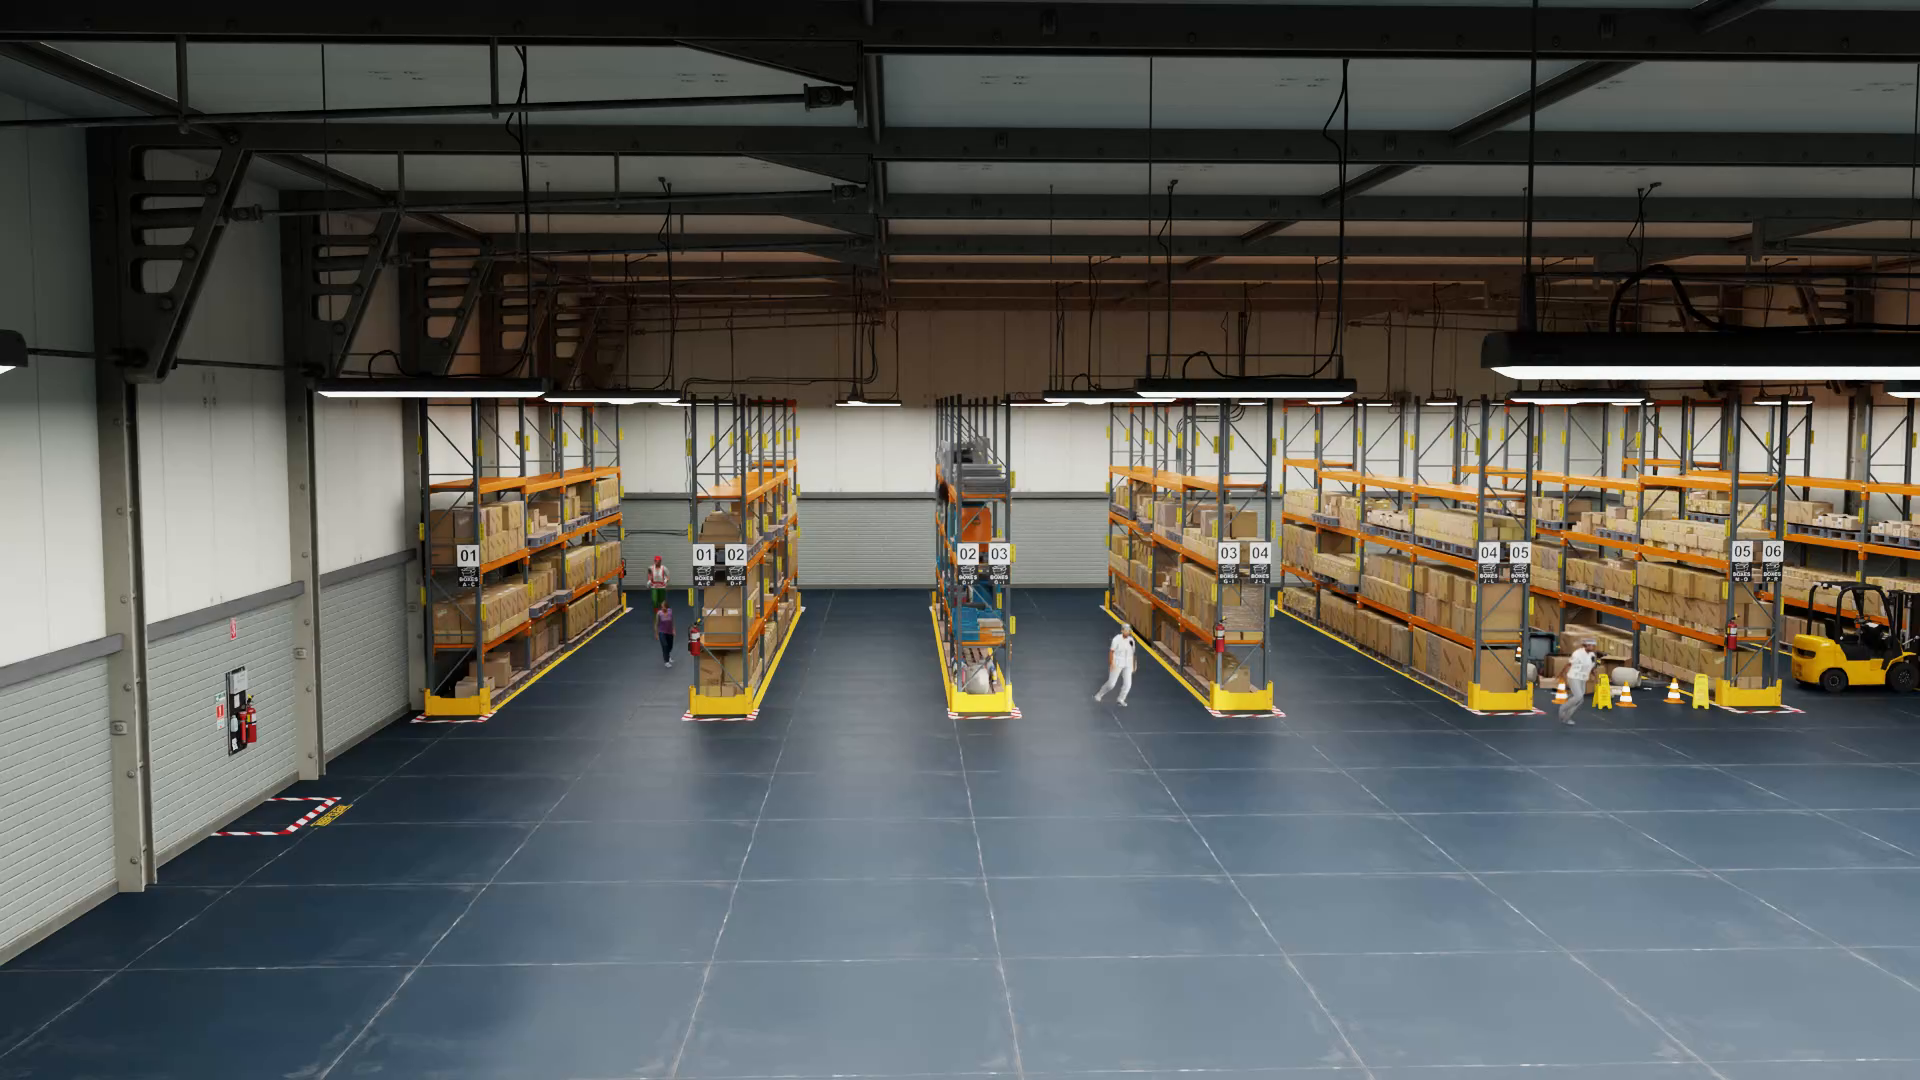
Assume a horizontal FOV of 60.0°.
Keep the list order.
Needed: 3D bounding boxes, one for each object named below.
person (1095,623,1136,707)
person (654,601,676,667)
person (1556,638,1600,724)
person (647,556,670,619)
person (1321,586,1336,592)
[{"bbox_3d":[3.013,2.393,32.012,0.757,1.599,0.581,-1,5,-15],"label":"person"},{"bbox_3d":[-6.595,2.064,37.122,0.528,1.475,0.796,-2,5,-26],"label":"person"},{"bbox_3d":[11.229,2.552,30.180,0.606,1.586,0.691,-2,5,-28],"label":"person"},{"bbox_3d":[-8.137,1.305,44.866,0.624,1.784,0.991,-1,5,-7],"label":"person"},{"bbox_3d":[10.846,1.033,48.436,0.933,1.742,0.707,2,5,26],"label":"person"}]
